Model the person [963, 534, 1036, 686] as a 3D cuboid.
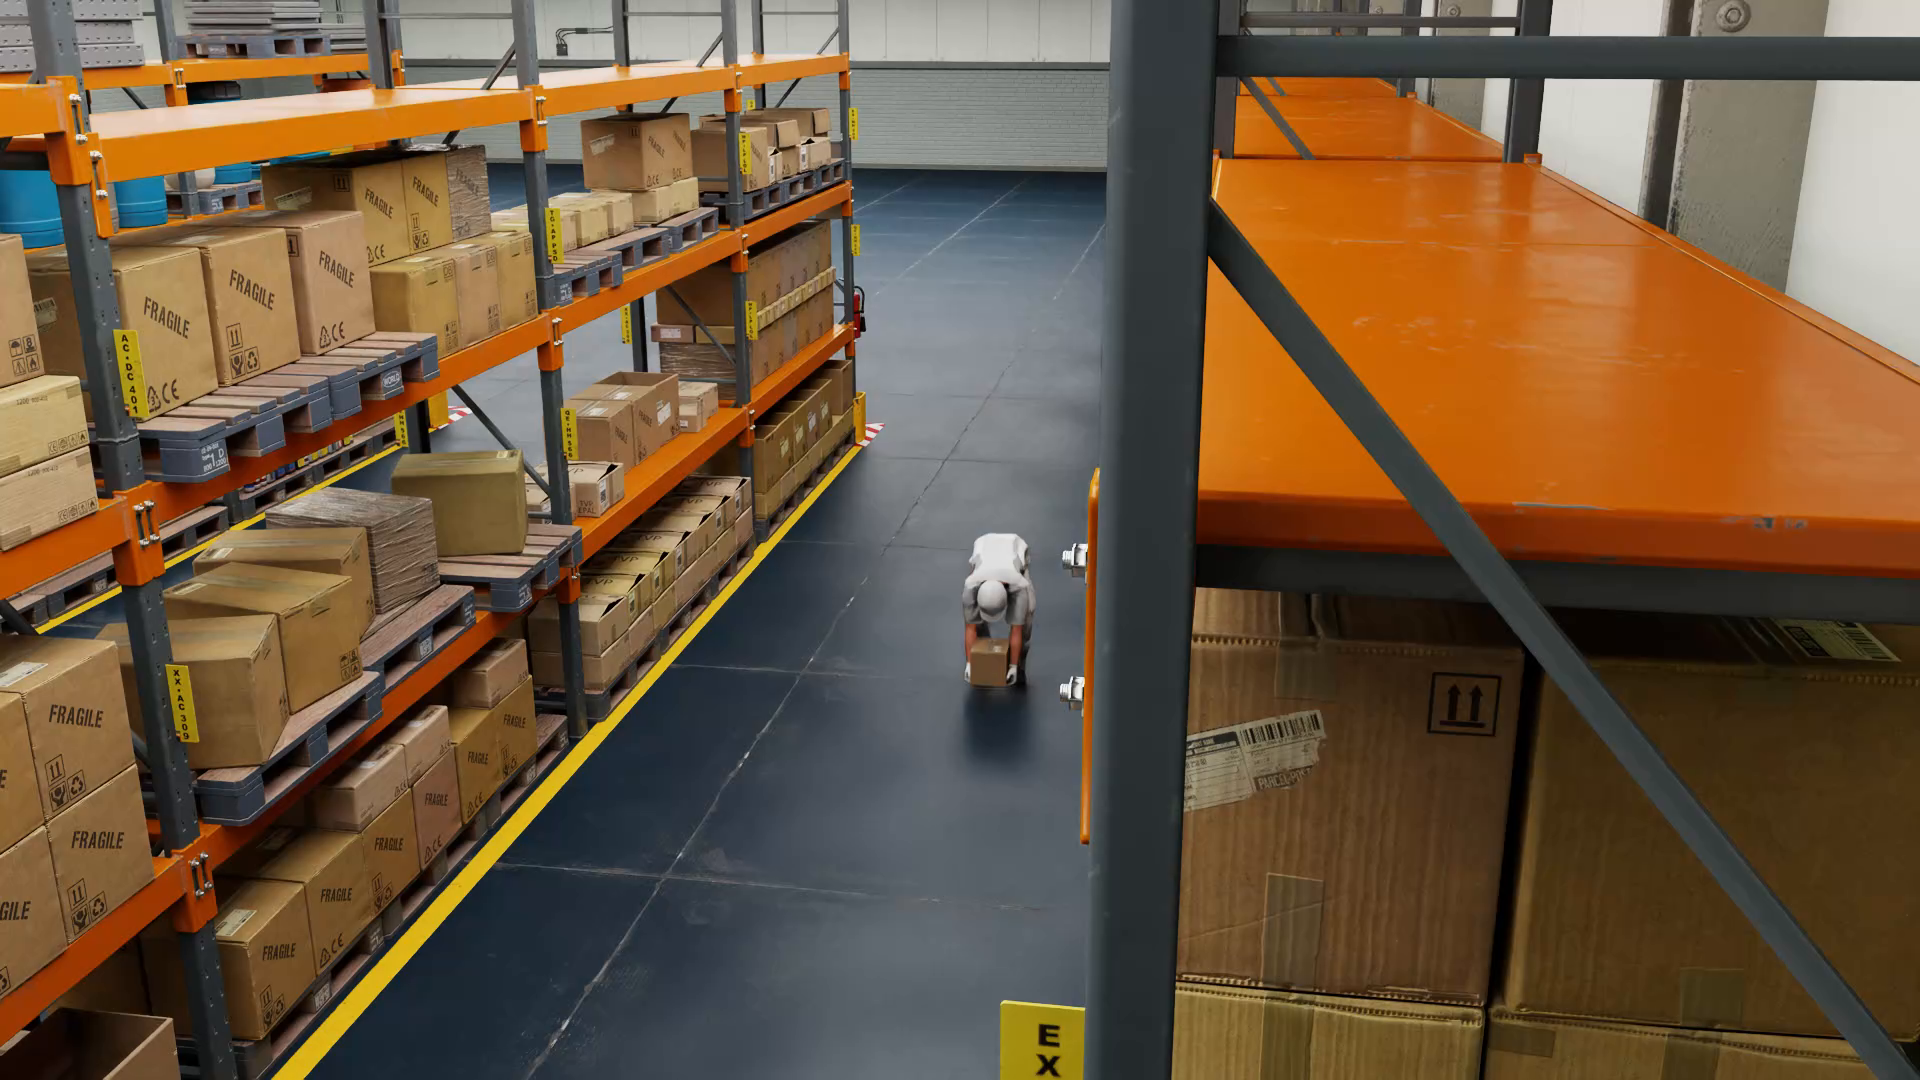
[{"bbox_3d":[0.252,0.537,11.539,0.504,1.047,0.960,2,18,6],"label":"person"}]
